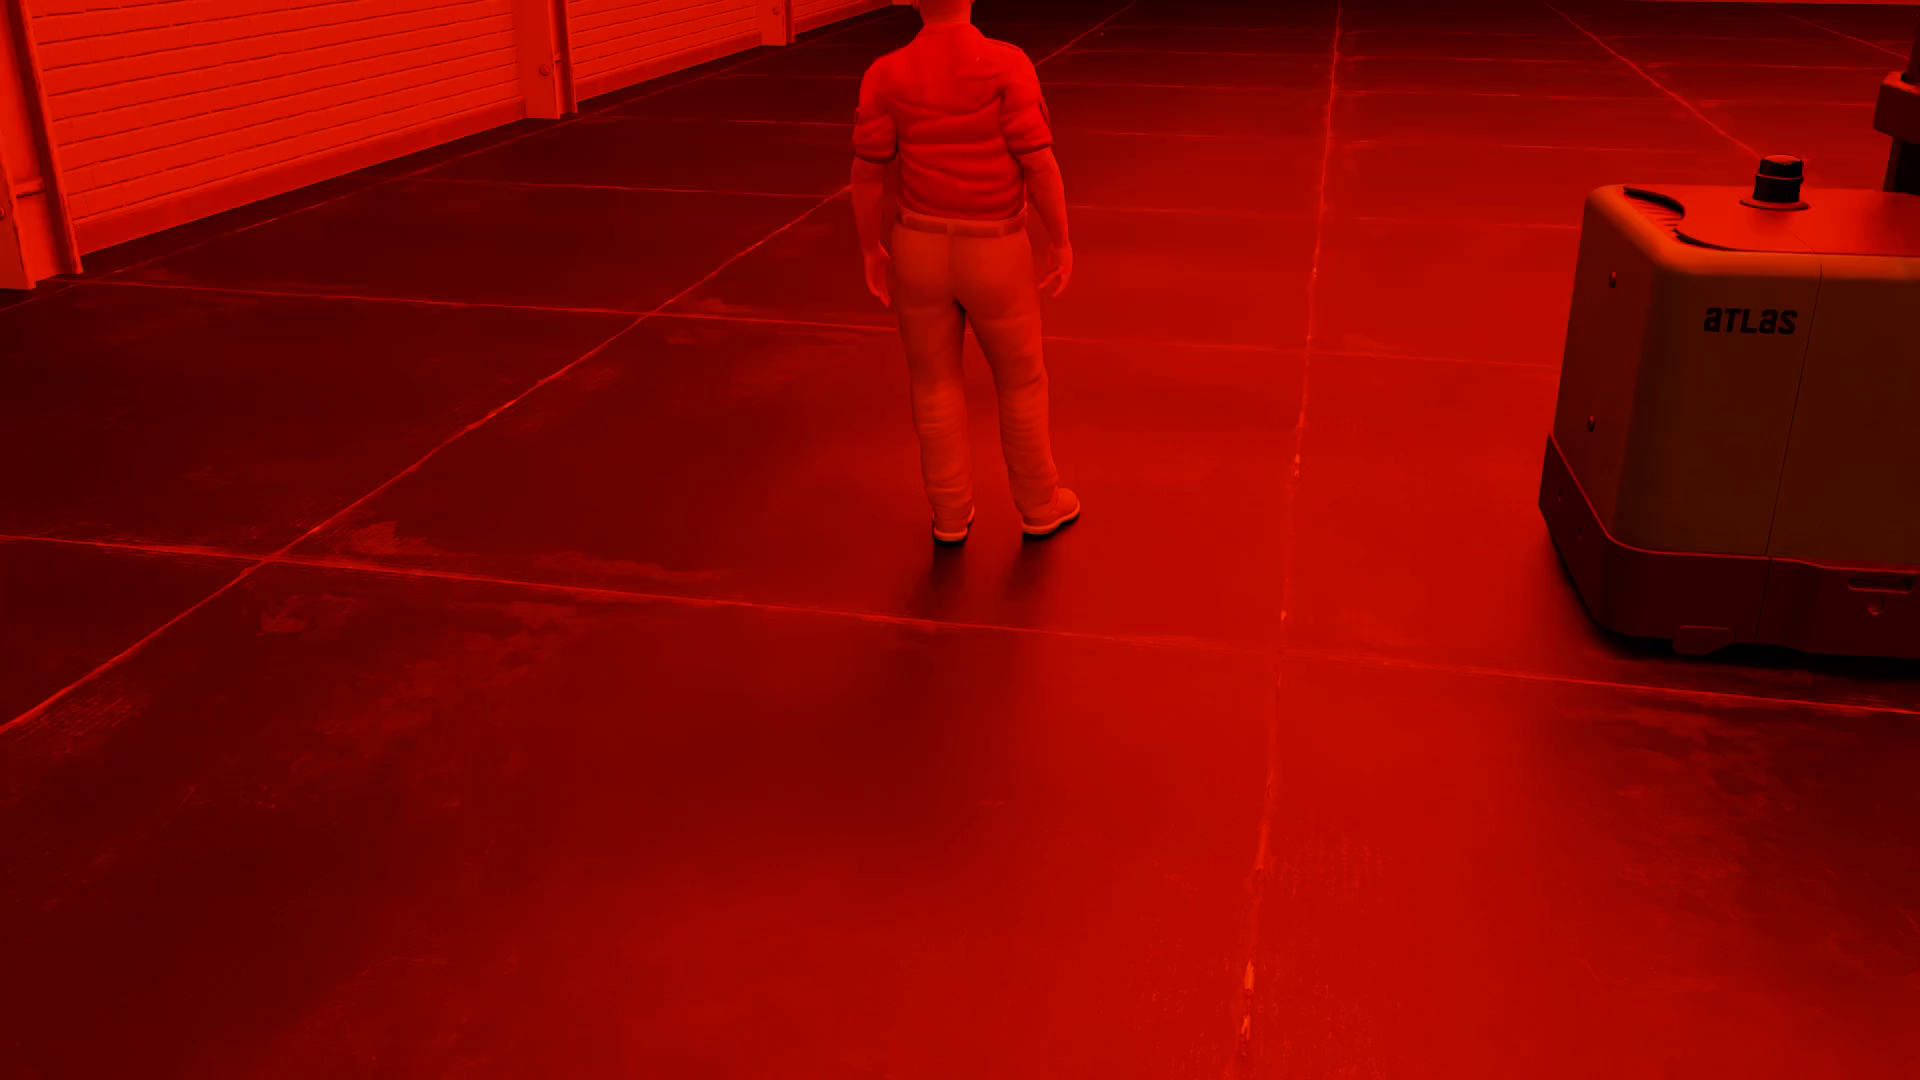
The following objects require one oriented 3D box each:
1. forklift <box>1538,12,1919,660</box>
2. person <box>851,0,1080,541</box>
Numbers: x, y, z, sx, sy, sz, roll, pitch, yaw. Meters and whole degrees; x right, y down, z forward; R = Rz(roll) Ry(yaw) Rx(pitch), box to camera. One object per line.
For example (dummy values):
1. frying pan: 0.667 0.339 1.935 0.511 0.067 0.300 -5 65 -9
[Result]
1. forklift: 3.252 -1.155 4.099 3.031 2.935 1.130 3 22 8
2. person: 0.031 -0.839 4.898 0.640 1.727 0.551 5 23 11
